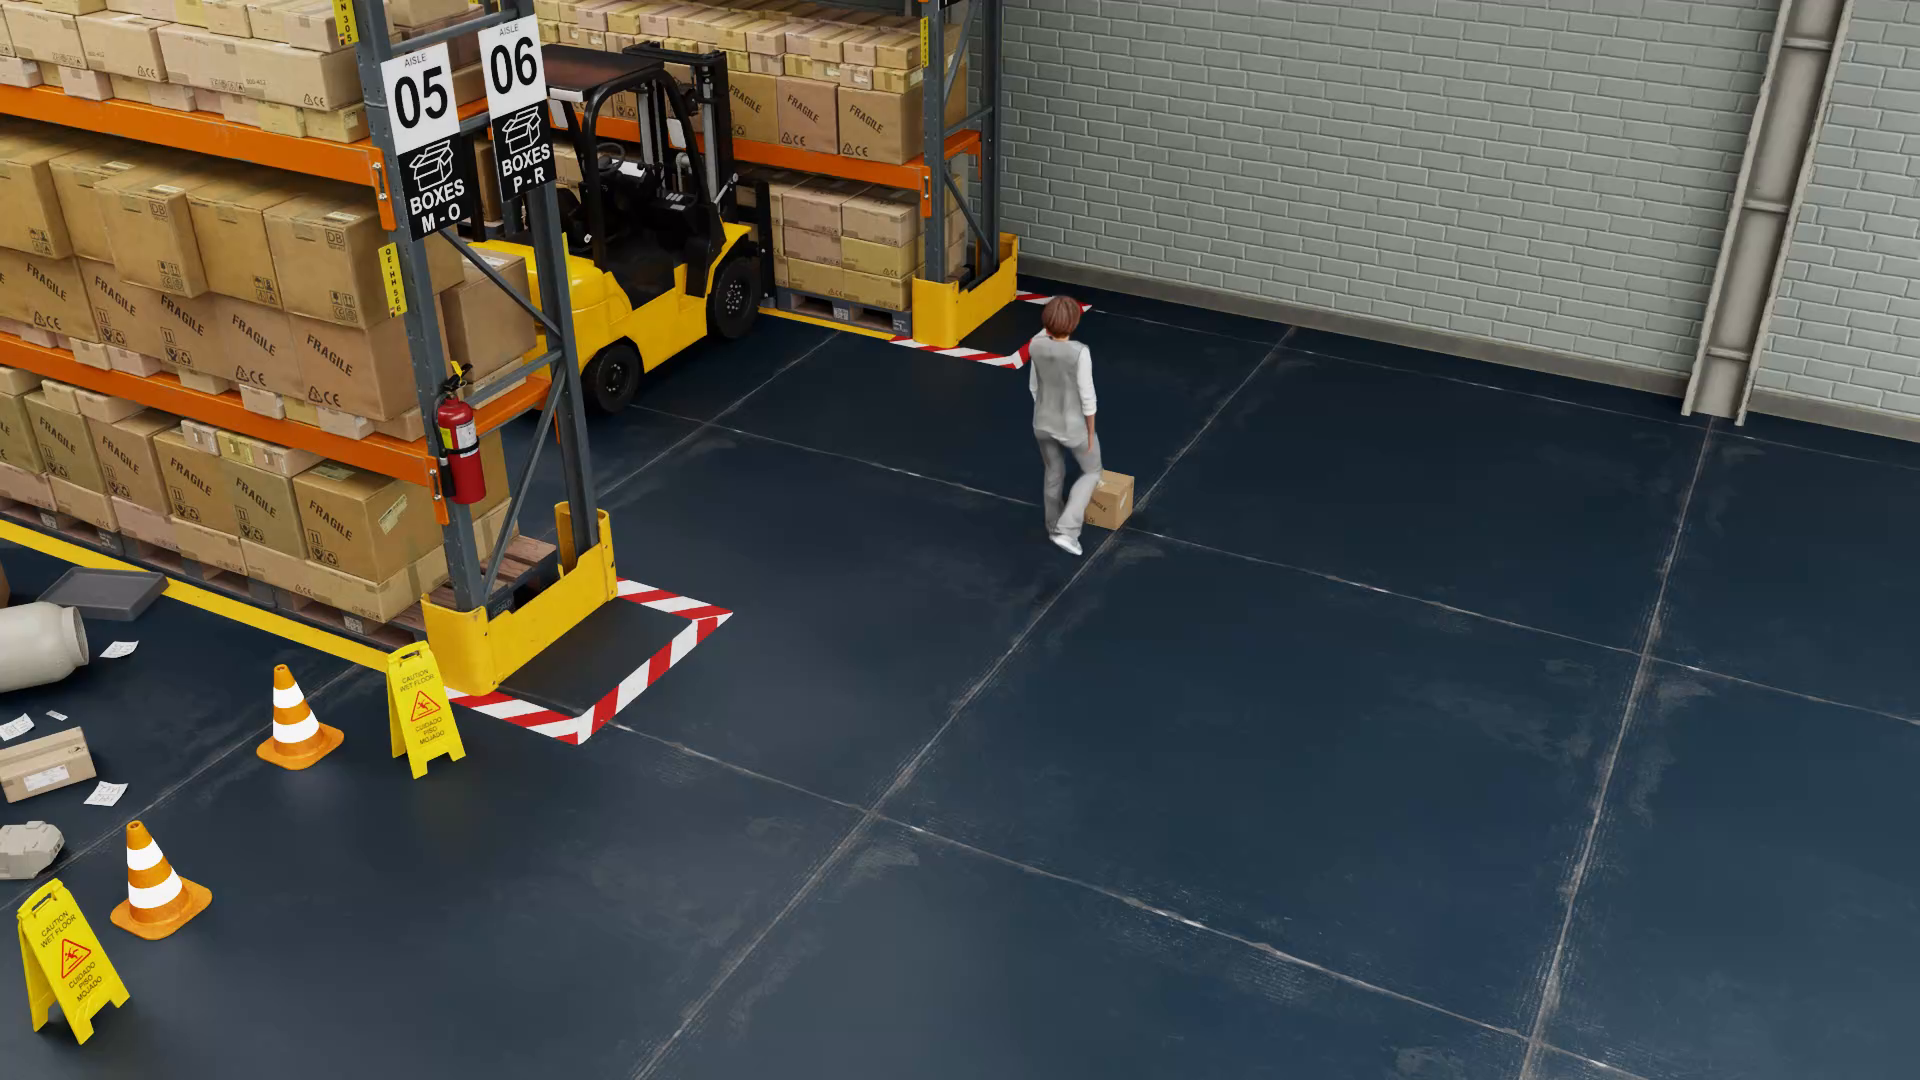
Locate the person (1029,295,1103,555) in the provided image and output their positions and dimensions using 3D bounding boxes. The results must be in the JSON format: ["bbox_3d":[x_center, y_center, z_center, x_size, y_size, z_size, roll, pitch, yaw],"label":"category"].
[{"bbox_3d":[0.595,-0.653,9.364,0.435,1.590,0.536,16,34,25],"label":"person"}]
